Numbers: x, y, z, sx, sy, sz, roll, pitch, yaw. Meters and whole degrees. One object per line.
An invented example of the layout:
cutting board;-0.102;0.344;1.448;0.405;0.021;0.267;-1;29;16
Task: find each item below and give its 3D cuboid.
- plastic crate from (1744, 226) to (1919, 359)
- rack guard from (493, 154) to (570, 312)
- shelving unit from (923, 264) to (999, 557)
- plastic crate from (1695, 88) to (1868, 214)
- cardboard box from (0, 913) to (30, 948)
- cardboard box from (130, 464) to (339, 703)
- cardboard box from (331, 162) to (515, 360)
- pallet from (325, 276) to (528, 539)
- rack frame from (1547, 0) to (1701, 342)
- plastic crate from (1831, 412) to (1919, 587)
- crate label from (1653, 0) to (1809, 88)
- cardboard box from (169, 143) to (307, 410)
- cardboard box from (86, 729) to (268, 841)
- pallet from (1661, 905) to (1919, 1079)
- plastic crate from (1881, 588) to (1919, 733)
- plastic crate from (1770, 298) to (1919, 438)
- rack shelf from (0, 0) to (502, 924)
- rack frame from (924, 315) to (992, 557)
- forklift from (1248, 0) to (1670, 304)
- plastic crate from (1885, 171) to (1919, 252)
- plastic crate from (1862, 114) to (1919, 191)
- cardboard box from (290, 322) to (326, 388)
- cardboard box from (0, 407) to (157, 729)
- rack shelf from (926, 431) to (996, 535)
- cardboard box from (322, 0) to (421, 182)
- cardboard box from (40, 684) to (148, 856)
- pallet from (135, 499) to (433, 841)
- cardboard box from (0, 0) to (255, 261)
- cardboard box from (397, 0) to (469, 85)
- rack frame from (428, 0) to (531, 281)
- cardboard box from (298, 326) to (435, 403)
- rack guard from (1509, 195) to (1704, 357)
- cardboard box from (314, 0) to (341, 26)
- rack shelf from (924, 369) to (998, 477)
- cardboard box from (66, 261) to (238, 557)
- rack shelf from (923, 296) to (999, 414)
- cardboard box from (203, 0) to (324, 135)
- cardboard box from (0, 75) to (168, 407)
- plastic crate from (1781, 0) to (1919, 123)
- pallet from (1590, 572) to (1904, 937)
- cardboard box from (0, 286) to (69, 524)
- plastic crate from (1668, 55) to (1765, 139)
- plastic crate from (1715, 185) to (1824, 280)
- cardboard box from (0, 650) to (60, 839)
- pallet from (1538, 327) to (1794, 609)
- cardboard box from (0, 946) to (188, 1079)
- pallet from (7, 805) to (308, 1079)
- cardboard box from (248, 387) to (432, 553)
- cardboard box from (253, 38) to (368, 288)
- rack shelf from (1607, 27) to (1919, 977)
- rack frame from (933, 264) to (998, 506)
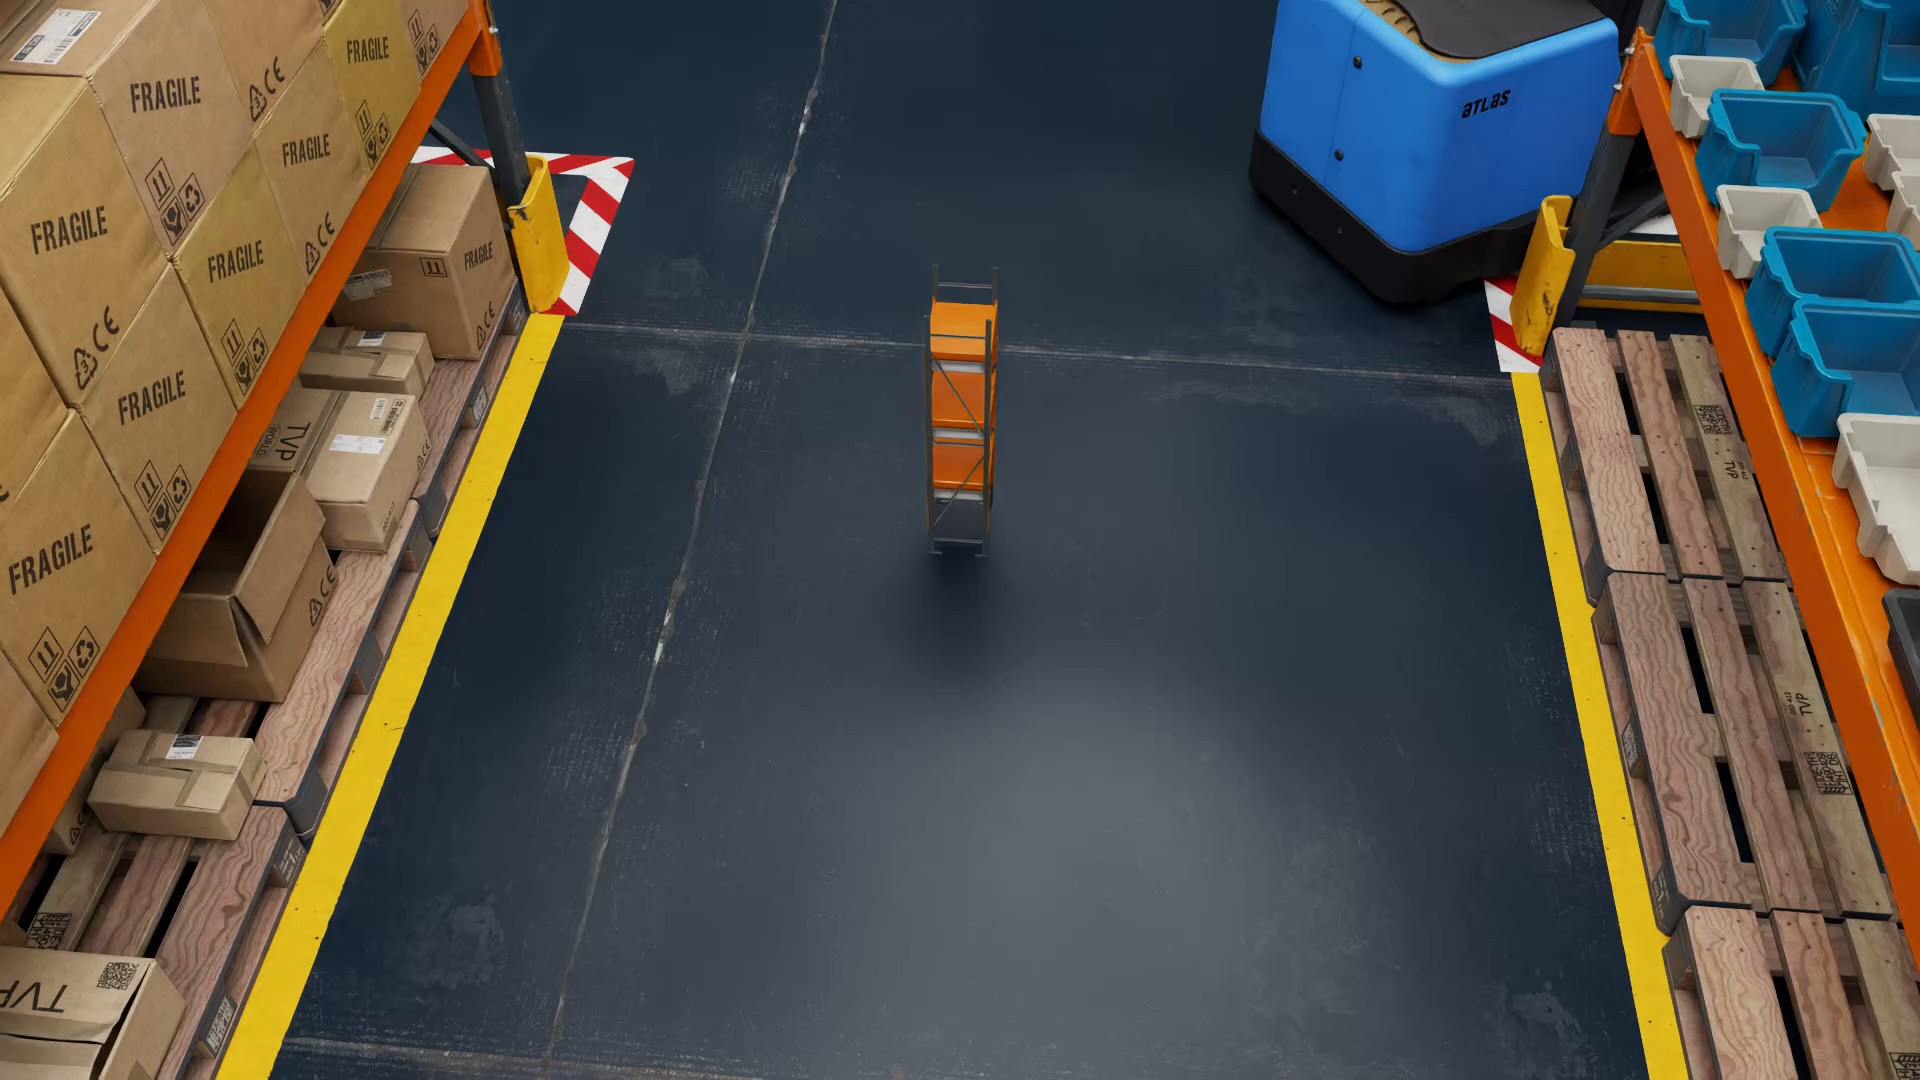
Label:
plastic crate;2.291;-0.630;4.367;0.416;0.233;0.300;4;48;4
rack guard;-2.178;-1.230;6.536;1.175;0.500;0.348;4;48;4
shelving unit;0.005;-0.394;5.399;0.215;1.050;0.252;4;48;4
plastic crate;2.351;-1.114;4.809;0.416;0.233;0.300;4;48;4
cardboard box;-2.767;1.067;4.137;0.500;0.500;0.500;4;48;4
cardboard box;-2.370;0.123;4.998;0.797;0.503;0.637;4;48;4
cardboard box;-1.976;-1.018;6.044;0.500;0.500;0.500;4;48;4
pallet;-2.250;-0.546;6.107;1.003;0.211;1.213;4;48;4
rack frame;2.761;-1.794;5.358;1.000;3.000;0.127;4;48;4
plastic crate;2.256;-0.085;3.933;0.293;0.136;0.466;4;48;4
crate label;2.411;-1.598;5.252;0.416;0.233;0.303;4;48;4
cardboard box;-2.082;-0.698;4.288;0.500;0.500;0.500;3;48;3
cardboard box;-2.213;0.687;4.710;0.380;0.166;0.250;4;48;4
pallet;2.425;1.544;4.195;1.003;0.211;1.213;4;48;4
plastic crate;2.231;0.378;3.517;0.437;0.125;0.590;4;48;4
plastic crate;2.263;-0.410;4.165;0.416;0.233;0.300;4;48;4
rack shelf;-2.354;-0.417;4.586;1.077;0.370;4.000;4;48;4
rack frame;-0.006;-0.304;5.317;0.200;1.050;0.008;4;48;4
forklift;2.772;-2.700;6.234;3.031;2.935;1.130;-21;51;-18
plastic crate;2.826;-0.901;4.680;0.396;0.136;0.243;4;48;4
plastic crate;2.867;-1.113;4.874;0.396;0.136;0.243;4;48;4
cardboard box;-2.549;-0.602;5.833;0.500;0.250;0.500;4;48;4
cardboard box;-2.175;0.043;3.610;0.500;0.500;0.500;5;48;4
rack shelf;0.005;-0.199;5.611;0.215;0.259;0.240;4;48;4
cardboard box;-1.985;-1.434;4.961;0.500;0.500;0.500;4;48;4
cardboard box;-2.698;0.580;4.711;0.500;0.311;0.500;4;48;4
pallet;-2.364;0.348;5.289;1.003;0.211;1.213;4;48;4
cardboard box;-2.073;-1.025;3.909;0.500;0.500;0.500;5;48;5
cardboard box;-1.941;-1.816;5.310;0.500;0.500;0.500;5;48;5
rack frame;-2.172;-2.129;5.665;1.000;3.000;0.127;4;48;4
cardboard box;-2.102;-0.614;5.901;0.380;0.166;0.250;4;48;4
rack guard;2.750;-0.968;6.297;1.175;0.500;0.348;4;48;4
cardboard box;-1.983;-1.784;4.603;0.500;0.500;0.500;5;48;5
rack shelf;0.005;-0.386;5.406;0.215;0.259;0.240;4;48;4
cardboard box;-2.127;-0.324;3.946;0.500;0.500;0.500;4;48;3
rack shelf;0.005;-0.578;5.197;0.215;0.259;0.240;4;48;4
cardboard box;-2.026;-1.402;4.255;0.500;0.500;0.500;5;48;5
cardboard box;-2.119;-0.645;3.562;0.500;0.500;0.500;3;48;2
plastic crate;2.916;-1.567;5.086;0.616;0.435;0.499;4;48;4
pallet;2.533;0.645;5.017;1.003;0.211;1.213;4;48;4
cardboard box;-2.166;-0.268;3.217;0.500;0.500;0.500;3;48;2
plastic crate;2.299;-1.335;5.077;0.250;0.136;0.298;4;48;4
plastic crate;2.237;-0.837;4.621;0.250;0.136;0.298;4;48;4
cardboard box;-2.218;0.420;3.265;0.500;0.500;0.500;5;48;5
pallet;2.647;-0.249;5.835;1.003;0.211;1.213;4;48;4
cardboard box;-2.282;1.275;4.075;0.500;0.311;0.500;4;48;4
pallet;-2.472;1.246;4.467;1.003;0.211;1.213;4;48;4
cardboard box;-2.092;-0.238;5.500;0.500;0.250;0.500;4;48;4
cardboard box;-2.036;-1.068;4.626;0.500;0.500;0.500;4;48;4
rack shelf;2.579;-0.081;4.279;1.077;0.370;4.000;4;48;4
rack frame;0.016;-0.483;5.481;0.200;1.050;0.008;4;48;4
